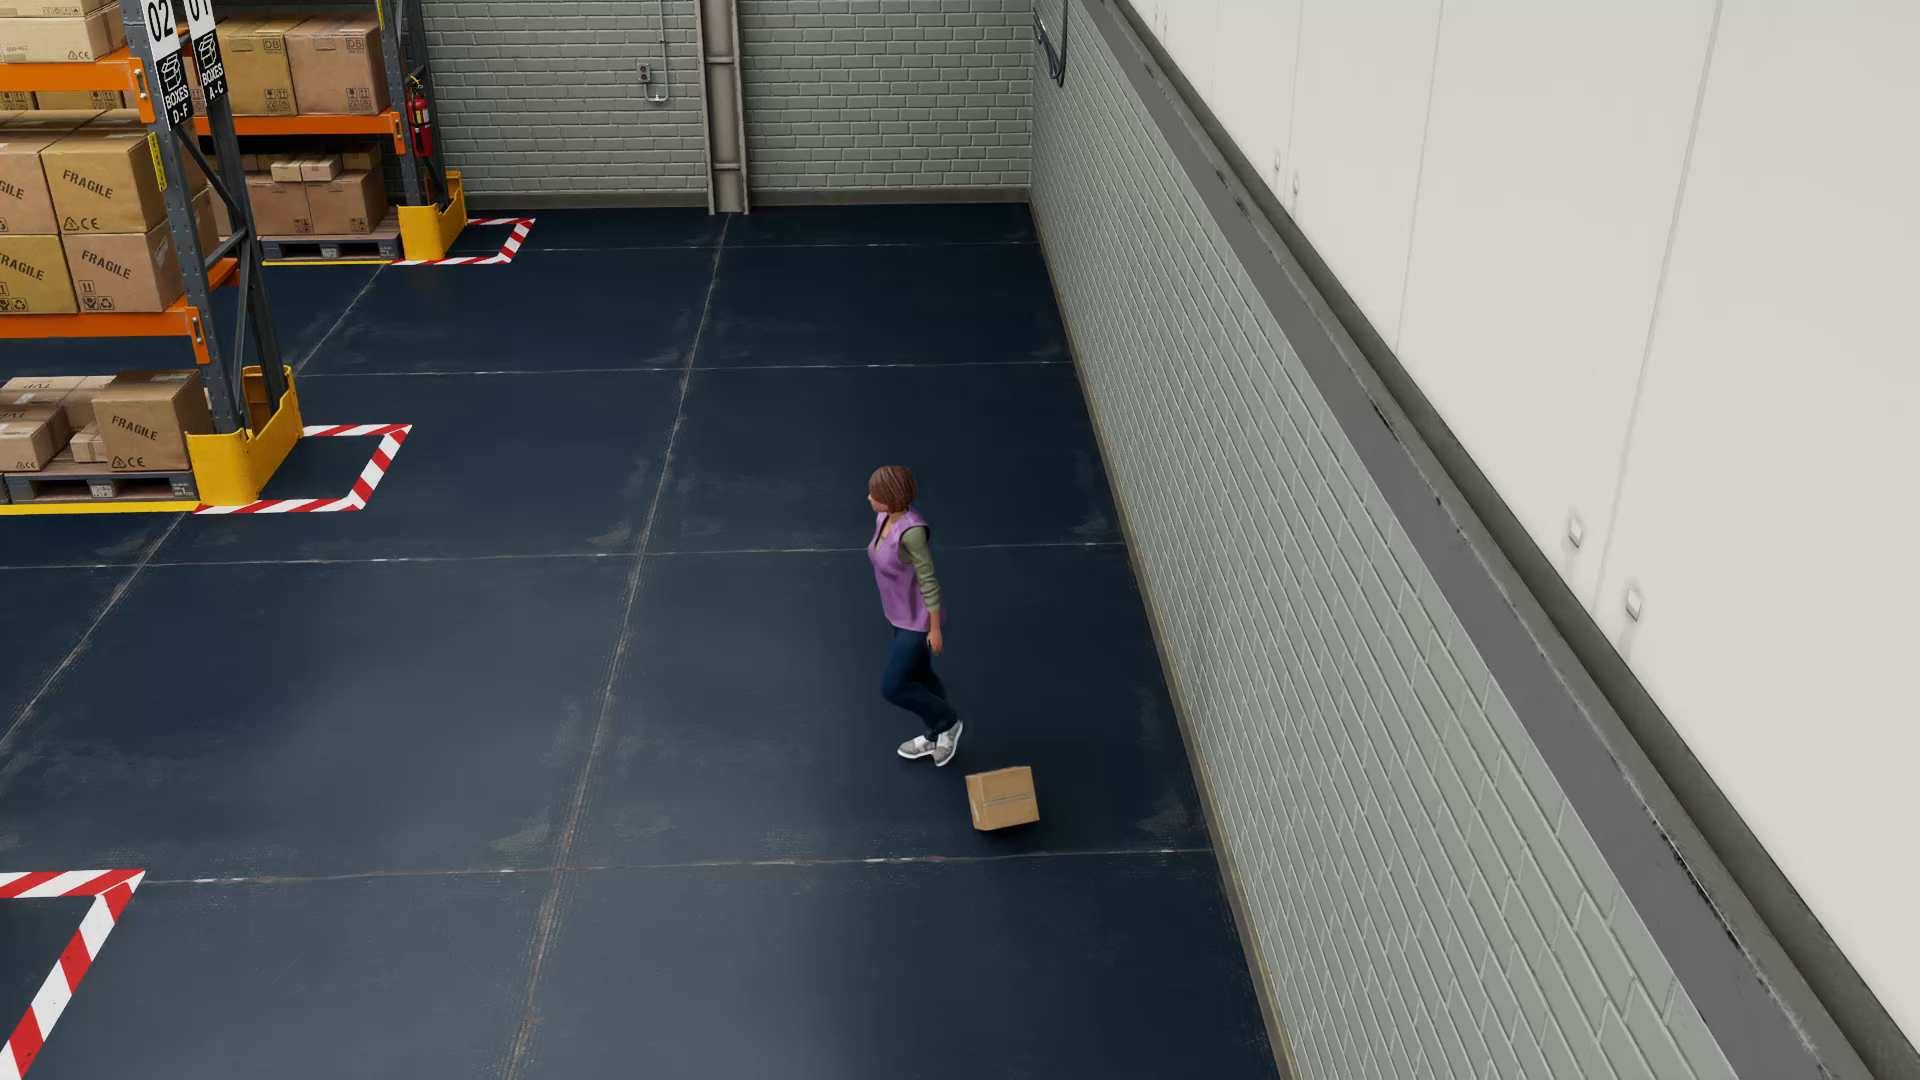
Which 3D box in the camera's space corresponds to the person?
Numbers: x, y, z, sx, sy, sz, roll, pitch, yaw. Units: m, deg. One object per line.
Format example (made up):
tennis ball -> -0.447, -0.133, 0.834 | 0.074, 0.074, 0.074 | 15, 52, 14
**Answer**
person -> -0.213, 0.369, 7.911 | 0.421, 1.588, 0.465 | -9, 29, -16
